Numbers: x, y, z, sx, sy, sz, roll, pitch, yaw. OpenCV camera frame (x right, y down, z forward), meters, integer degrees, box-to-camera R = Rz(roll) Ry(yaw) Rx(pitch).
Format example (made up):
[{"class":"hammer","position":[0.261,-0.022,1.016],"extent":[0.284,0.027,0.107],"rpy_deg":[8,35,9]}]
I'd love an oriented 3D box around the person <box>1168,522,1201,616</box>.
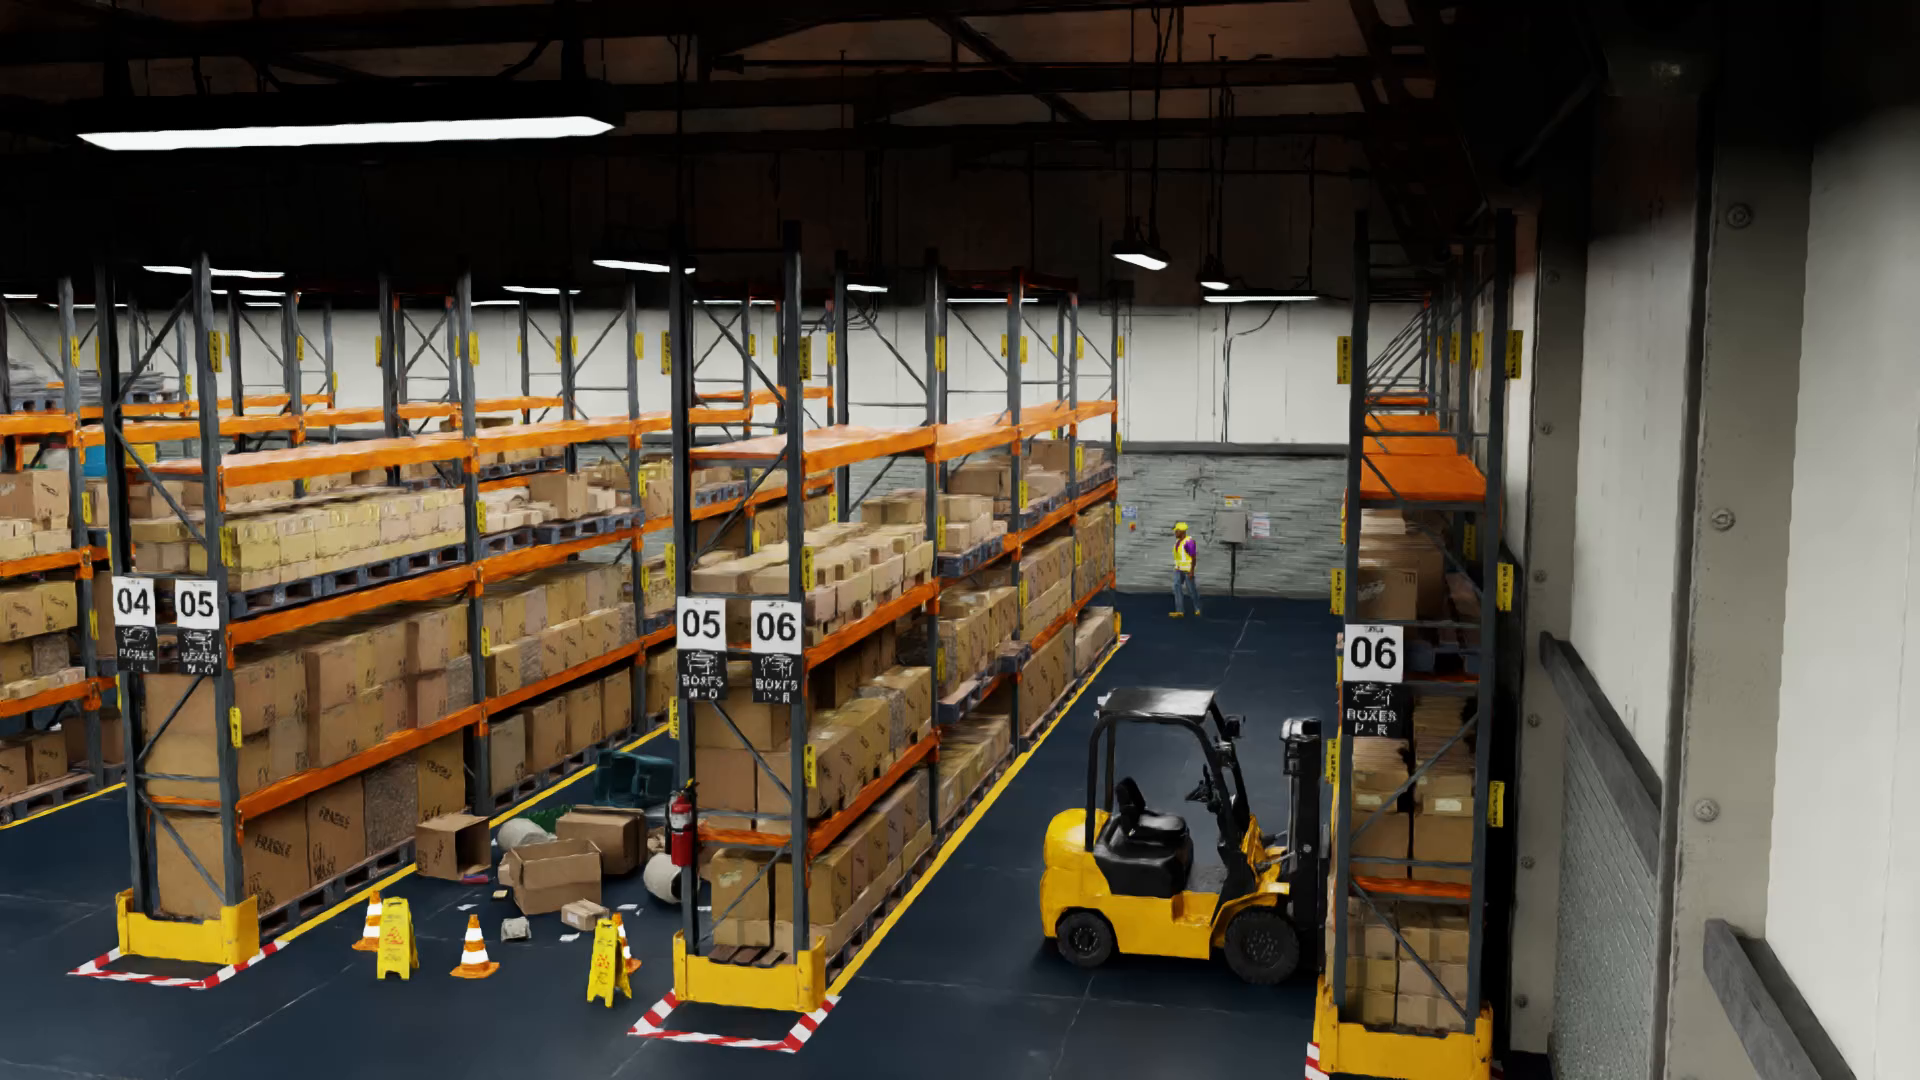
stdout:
[{"class":"person","position":[4.190,0.544,30.859],"extent":[0.595,1.757,0.595],"rpy_deg":[-4,8,-30]}]

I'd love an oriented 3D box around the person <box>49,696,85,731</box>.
[{"class":"person","position":[-11.648,1.670,21.706],"extent":[0.729,1.732,0.541],"rpy_deg":[2,7,12]}]
